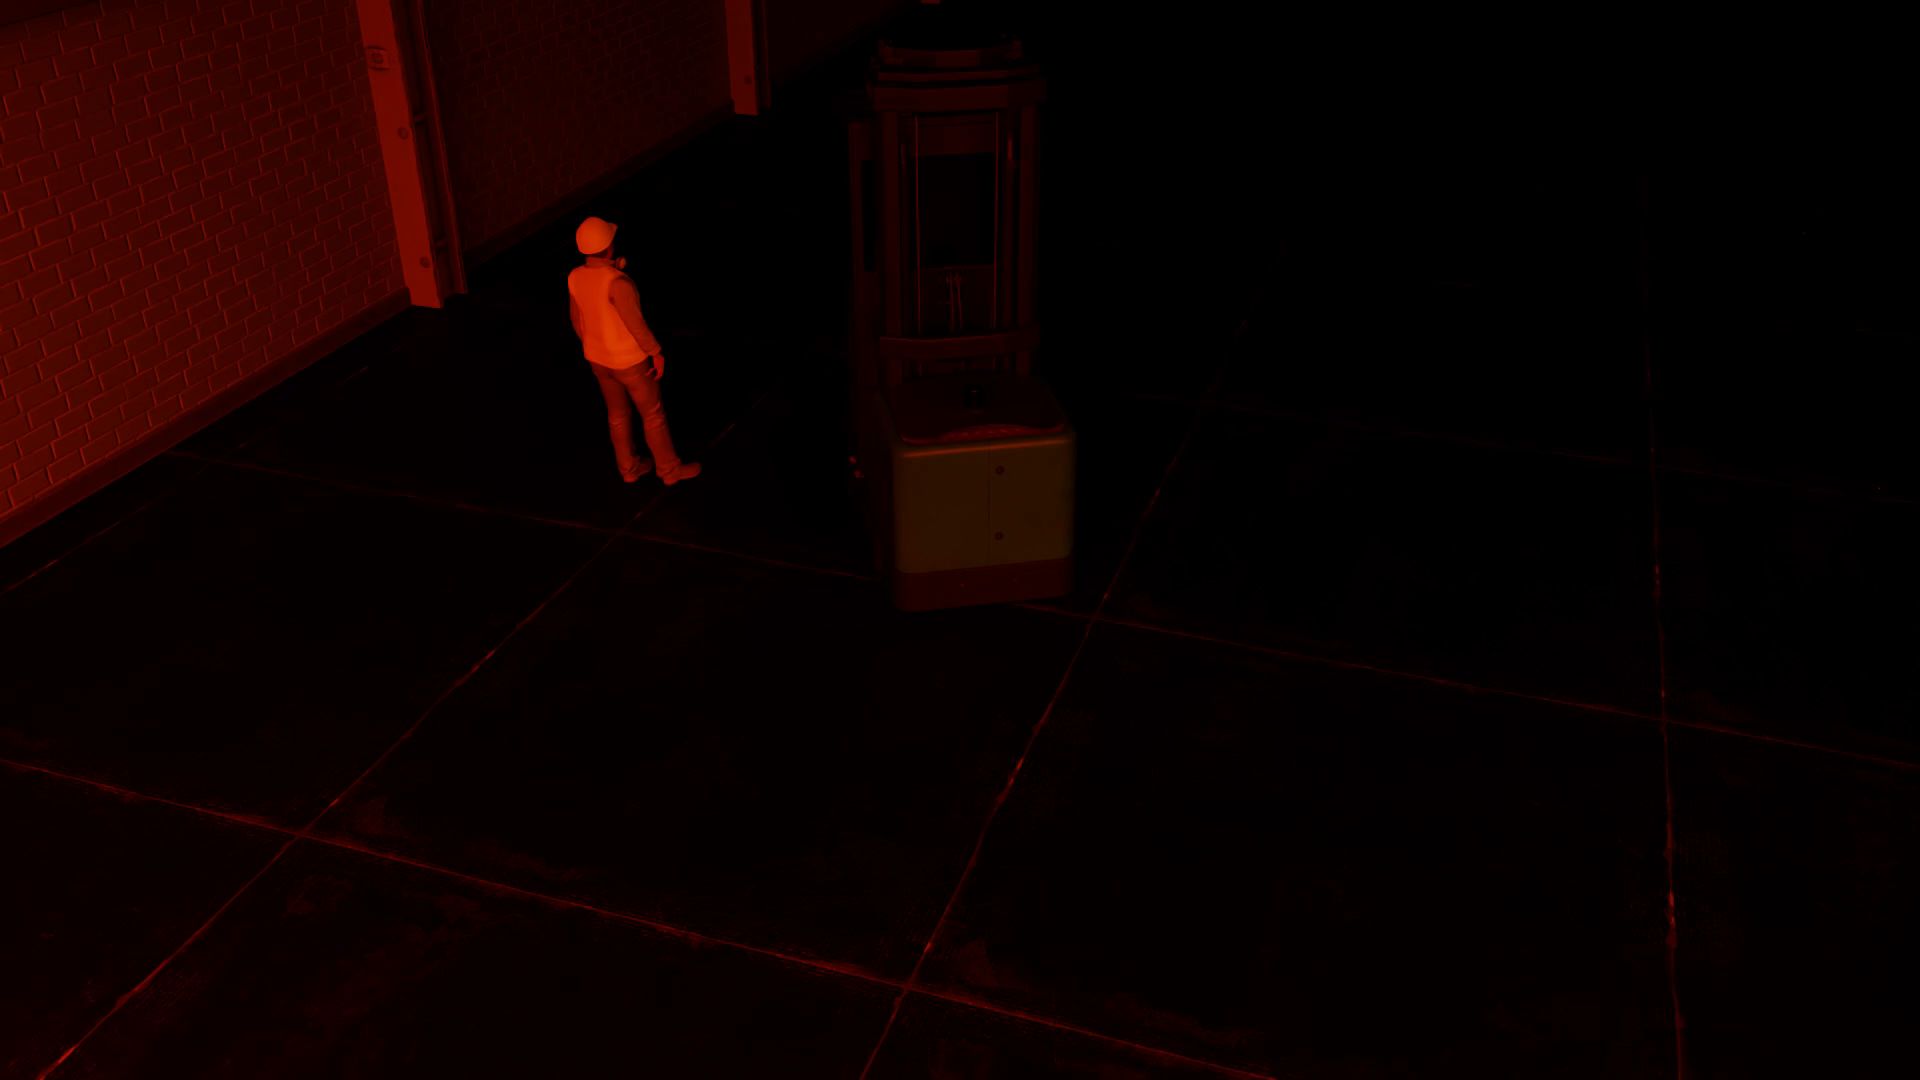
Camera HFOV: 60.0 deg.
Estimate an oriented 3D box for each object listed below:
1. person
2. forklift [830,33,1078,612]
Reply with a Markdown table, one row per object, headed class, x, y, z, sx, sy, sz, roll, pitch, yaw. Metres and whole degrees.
| class | x | y | z | sx | sy | sz | roll | pitch | yaw |
| --- | --- | --- | --- | --- | --- | --- | --- | --- | --- |
| person | -2.071 | -1.184 | 10.369 | 0.633 | 1.775 | 0.563 | 17 | 34 | 27 |
| forklift | -0.139 | -1.586 | 9.919 | 1.130 | 2.935 | 3.031 | -6 | 30 | -10 |
